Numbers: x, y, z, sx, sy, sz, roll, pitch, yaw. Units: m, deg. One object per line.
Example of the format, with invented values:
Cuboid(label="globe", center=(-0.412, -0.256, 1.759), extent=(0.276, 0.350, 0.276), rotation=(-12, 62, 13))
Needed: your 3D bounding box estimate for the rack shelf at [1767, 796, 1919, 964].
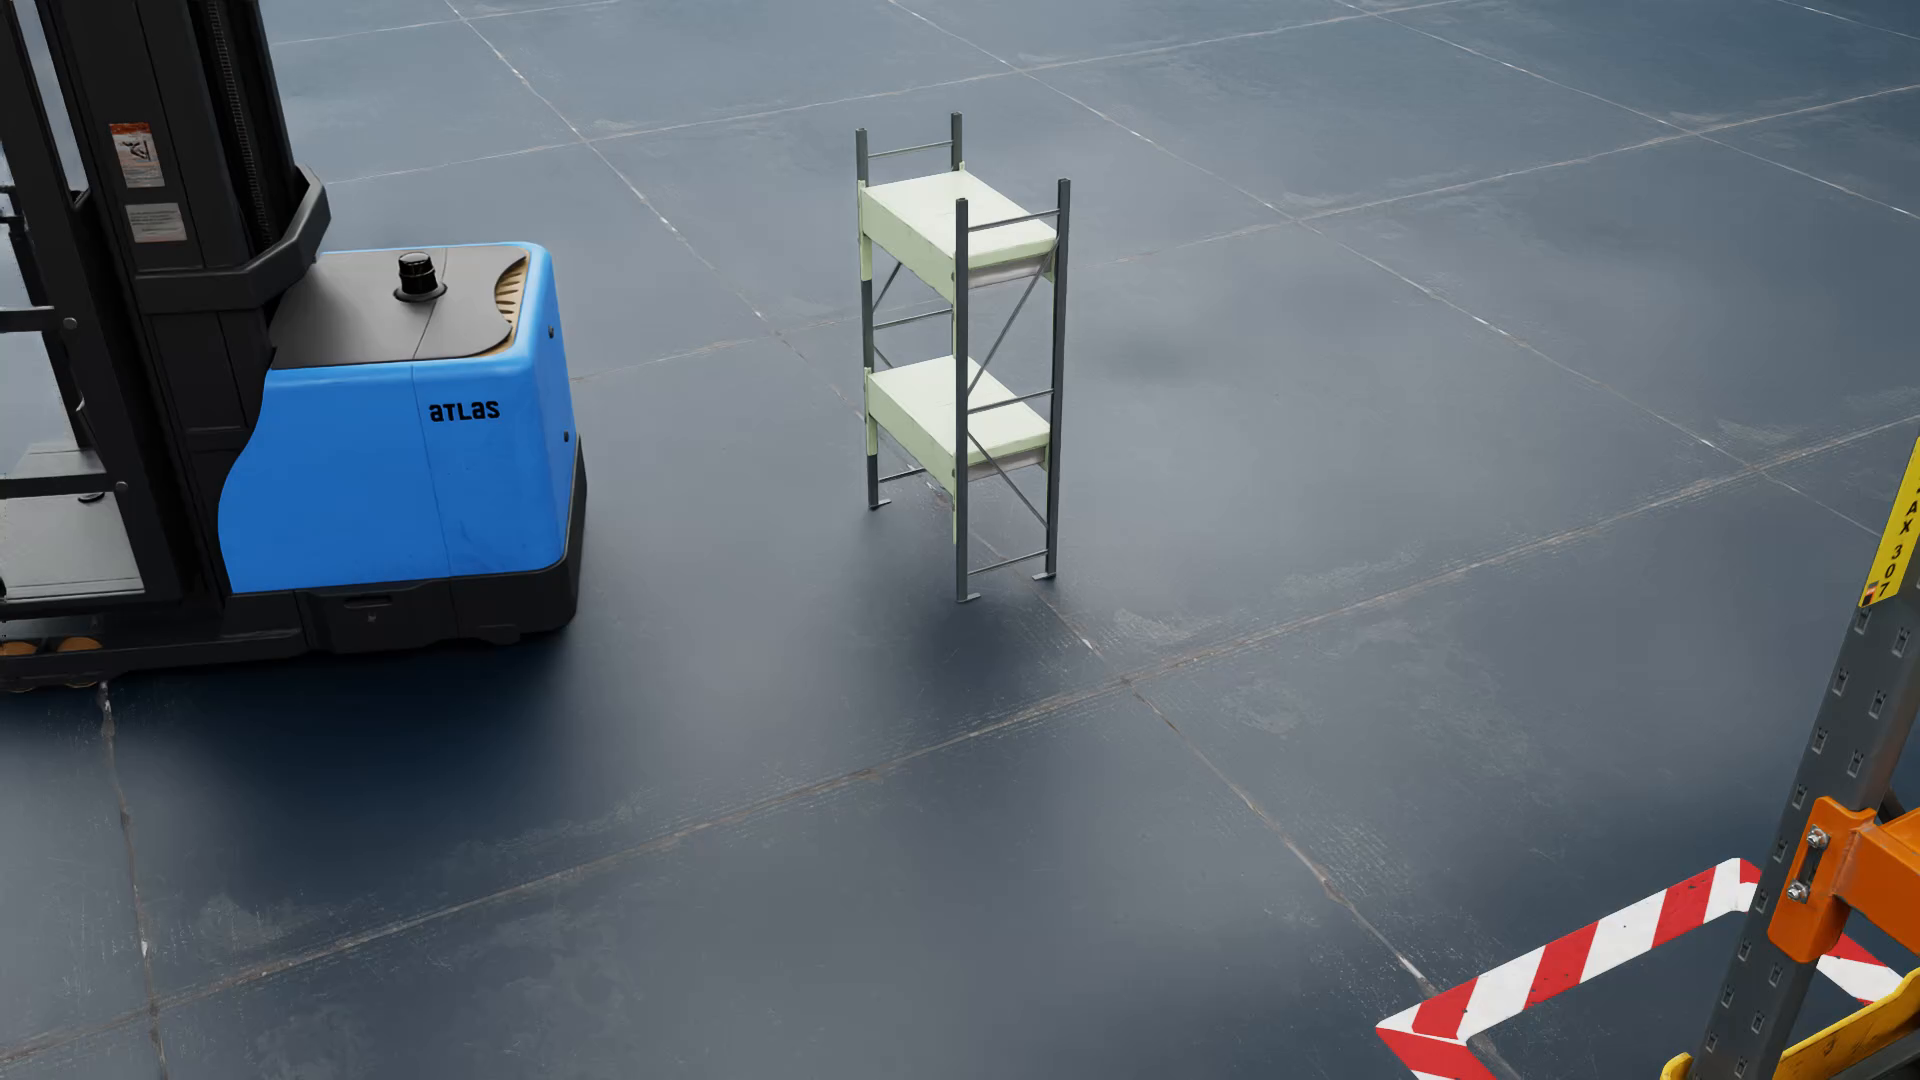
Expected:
Cuboid(label="rack shelf", center=(2.966, 1.449, 1.874), extent=(1.077, 0.370, 4.000), rotation=(-16, 36, -23))

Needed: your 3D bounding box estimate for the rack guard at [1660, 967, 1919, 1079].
Cuboid(label="rack guard", center=(2.069, 1.281, 3.787), extent=(1.175, 0.500, 0.348), rotation=(-16, 36, -23))

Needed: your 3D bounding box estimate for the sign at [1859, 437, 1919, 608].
Cuboid(label="sign", center=(1.553, -0.036, 2.723), extent=(0.100, 0.325, 0.005), rotation=(-16, 36, -23))

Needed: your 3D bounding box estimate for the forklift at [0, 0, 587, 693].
Cuboid(label="forklift", center=(-2.882, -1.037, 5.152), extent=(3.031, 2.935, 1.130), rotation=(-4, 33, -7))

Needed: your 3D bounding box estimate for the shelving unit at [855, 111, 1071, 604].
Cuboid(label="shelving unit", center=(-0.003, -0.635, 5.850), extent=(0.431, 1.500, 0.755), rotation=(-16, 36, -23))

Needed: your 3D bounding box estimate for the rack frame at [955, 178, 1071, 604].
Cuboid(label="rack frame", center=(0.168, -0.460, 5.578), extent=(0.400, 1.500, 0.023), rotation=(-16, 36, -23))

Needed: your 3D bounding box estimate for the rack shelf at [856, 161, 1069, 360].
Cuboid(label="rack shelf", center=(-0.003, -0.963, 5.640), extent=(0.431, 0.370, 0.720), rotation=(-16, 36, -23))

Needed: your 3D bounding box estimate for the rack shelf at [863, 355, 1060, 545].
Cuboid(label="rack shelf", center=(-0.003, -0.360, 6.026), extent=(0.431, 0.370, 0.720), rotation=(-16, 36, -23))

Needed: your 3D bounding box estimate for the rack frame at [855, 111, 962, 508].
Cuboid(label="rack frame", center=(-0.174, -0.809, 6.123), extent=(0.400, 1.500, 0.023), rotation=(-16, 36, -23))
